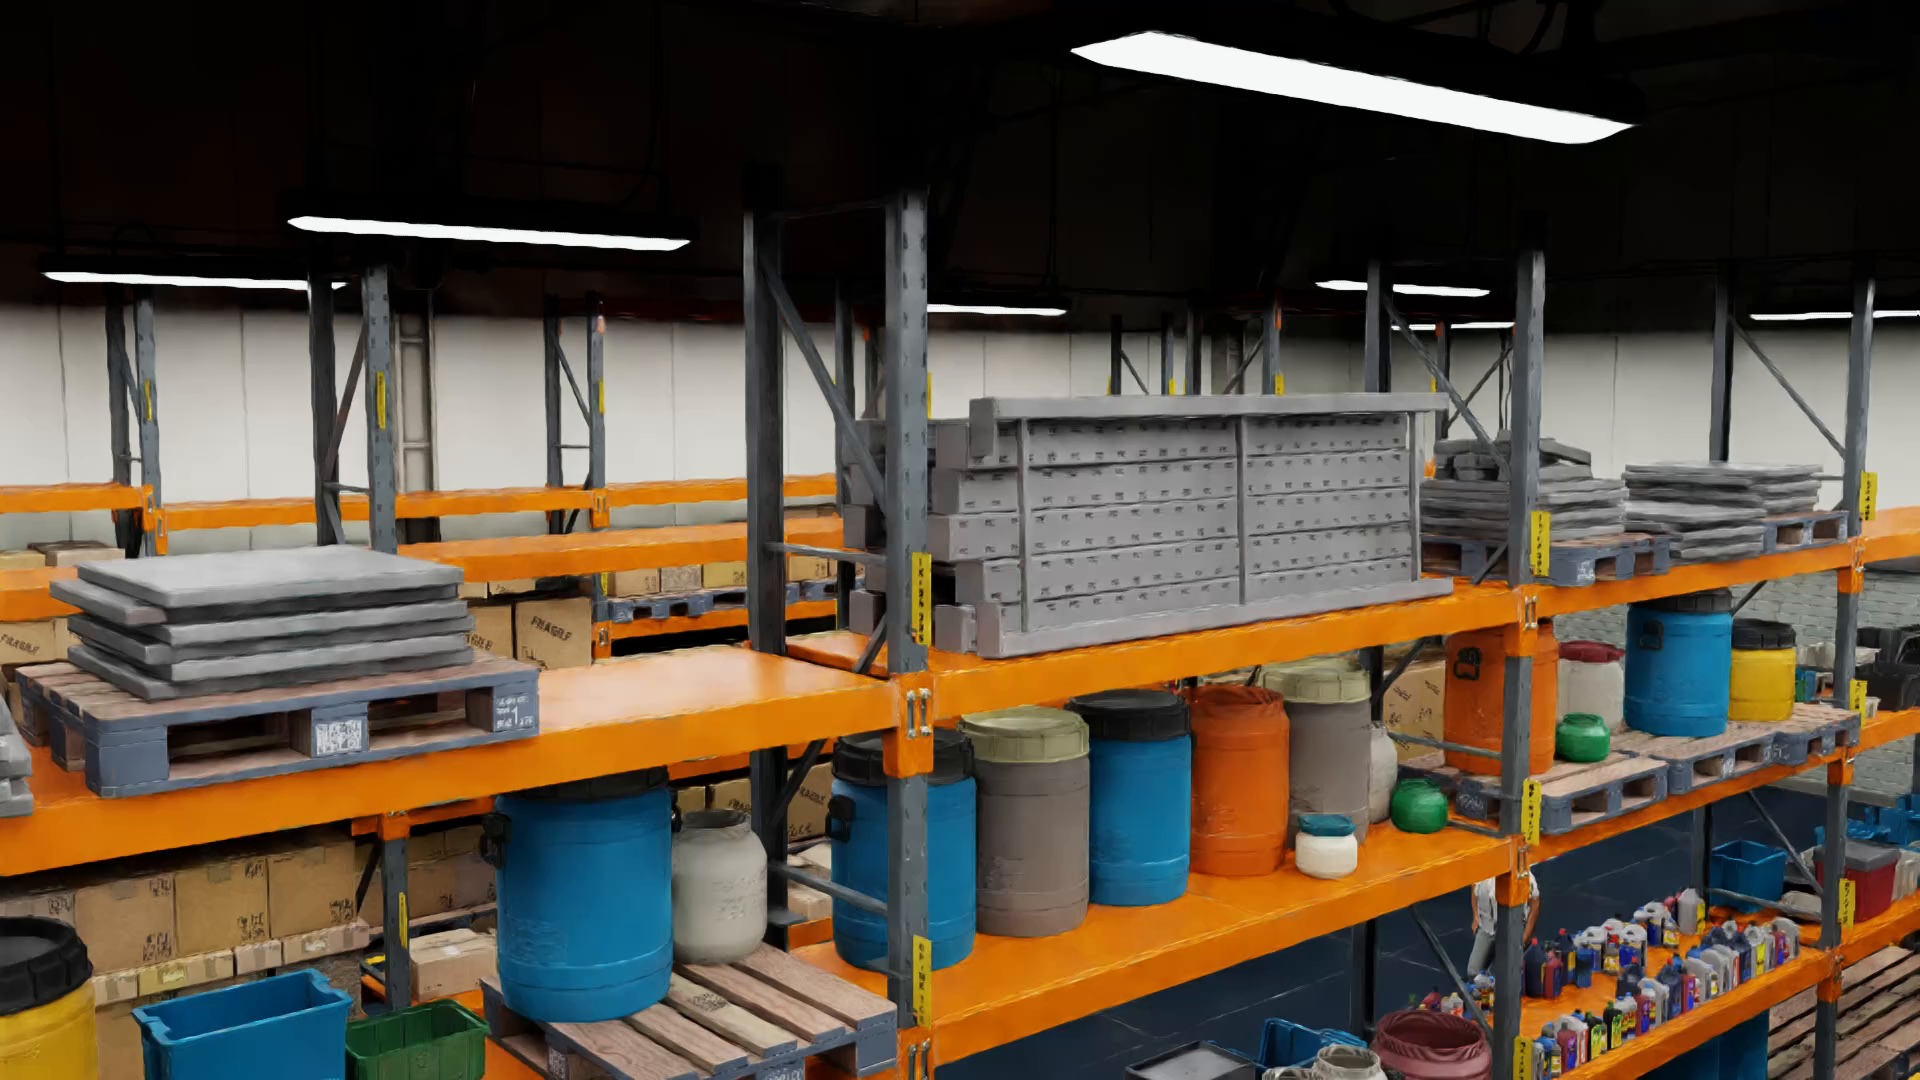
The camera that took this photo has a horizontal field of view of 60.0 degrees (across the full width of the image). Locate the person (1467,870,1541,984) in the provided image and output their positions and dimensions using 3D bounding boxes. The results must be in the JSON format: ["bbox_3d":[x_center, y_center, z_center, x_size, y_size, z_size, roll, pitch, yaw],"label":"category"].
[{"bbox_3d":[4.312,3.101,13.234,0.575,1.611,0.625,-5,7,-41],"label":"person"}]
